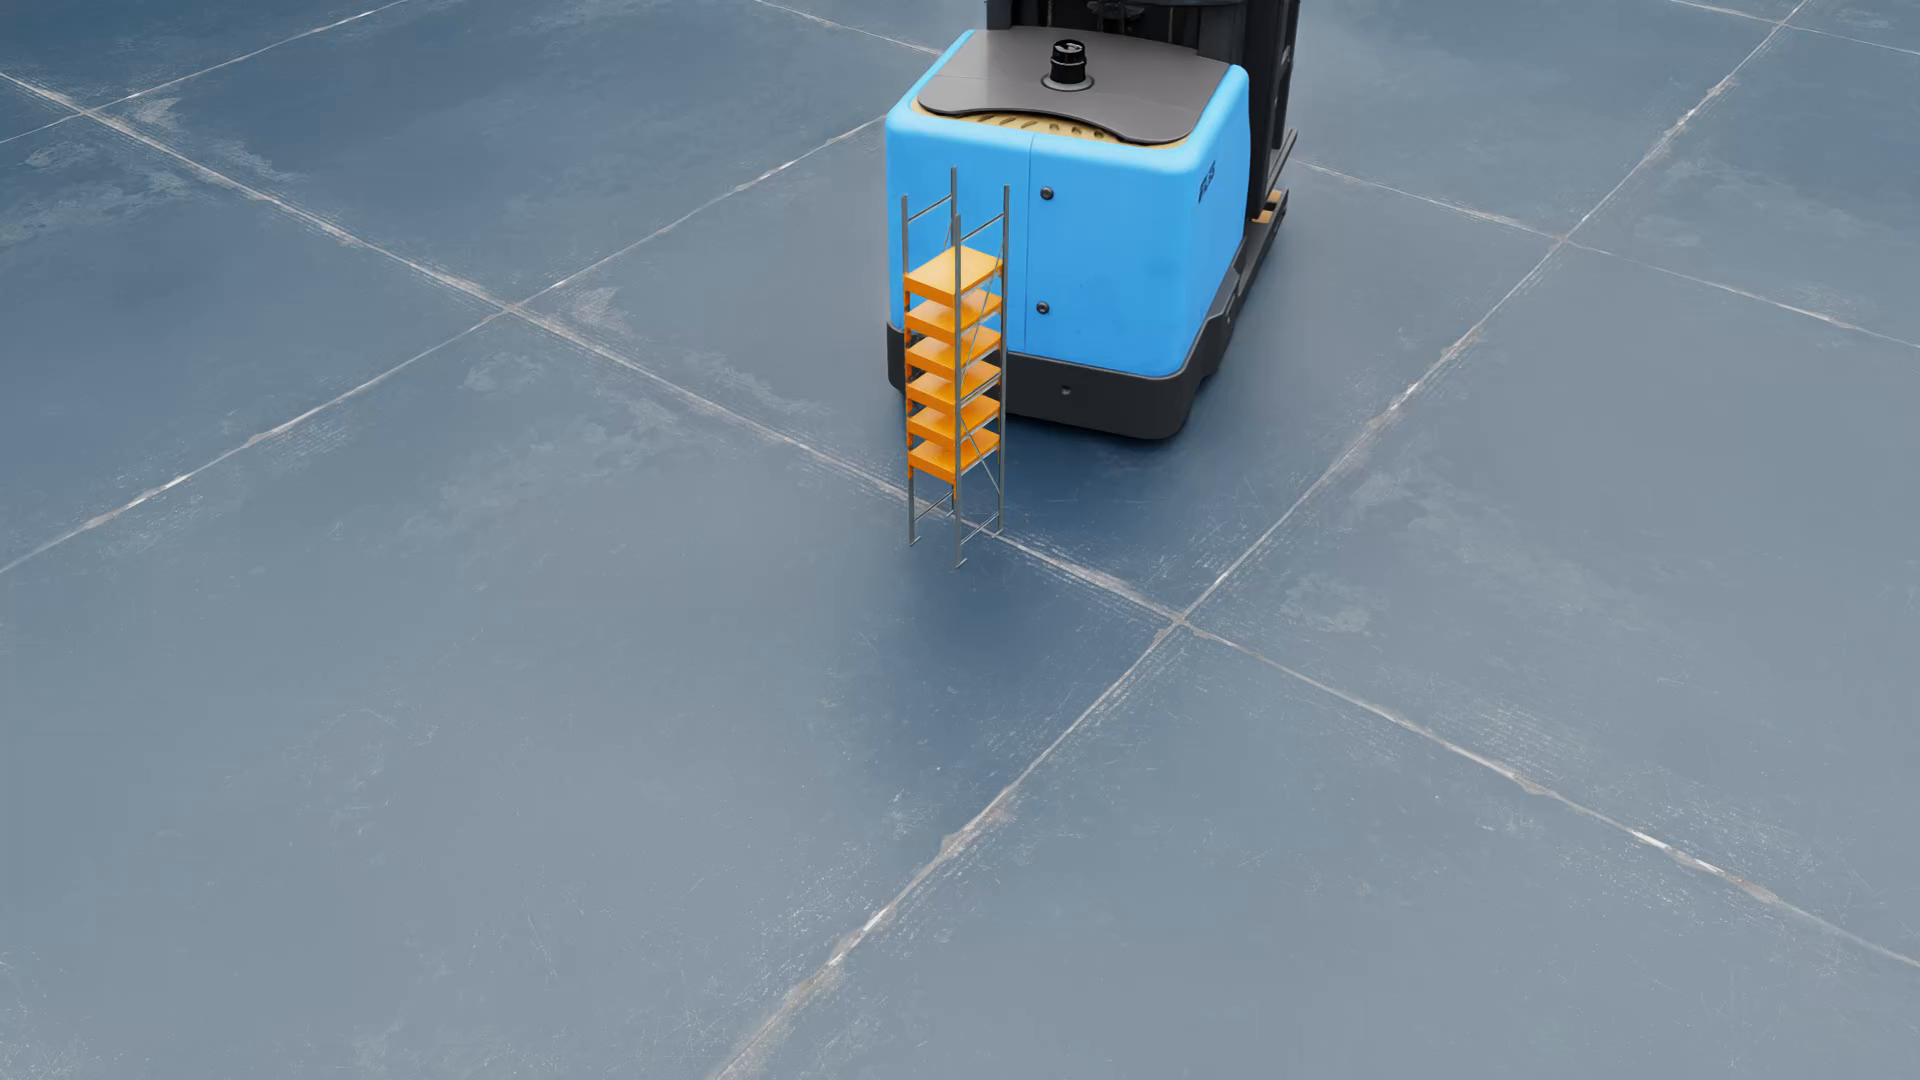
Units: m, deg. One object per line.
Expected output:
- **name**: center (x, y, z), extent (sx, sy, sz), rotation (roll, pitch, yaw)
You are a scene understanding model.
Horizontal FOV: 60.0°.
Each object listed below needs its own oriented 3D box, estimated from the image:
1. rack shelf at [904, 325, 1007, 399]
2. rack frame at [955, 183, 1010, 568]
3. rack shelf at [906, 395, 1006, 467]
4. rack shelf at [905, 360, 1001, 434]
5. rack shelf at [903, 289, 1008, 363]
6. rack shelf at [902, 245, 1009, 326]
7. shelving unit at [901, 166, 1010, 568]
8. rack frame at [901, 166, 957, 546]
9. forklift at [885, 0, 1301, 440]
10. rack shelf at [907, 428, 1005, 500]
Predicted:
- **rack shelf**: center (-0.012, -0.537, 4.840), extent (0.180, 0.103, 0.258), rotation (25, 45, 29)
- **rack frame**: center (0.061, -0.444, 4.843), extent (0.006, 1.200, 0.240), rotation (25, 45, 29)
- **rack shelf**: center (-0.011, -0.348, 4.988), extent (0.180, 0.103, 0.258), rotation (25, 45, 29)
- **rack shelf**: center (-0.012, -0.443, 4.914), extent (0.180, 0.103, 0.258), rotation (25, 45, 29)
- **rack shelf**: center (-0.012, -0.632, 4.766), extent (0.180, 0.103, 0.258), rotation (25, 45, 29)
- **rack shelf**: center (-0.012, -0.726, 4.693), extent (0.180, 0.103, 0.258), rotation (25, 45, 29)
- **shelving unit**: center (-0.012, -0.478, 4.887), extent (0.189, 1.200, 0.258), rotation (25, 45, 29)
- **rack frame**: center (-0.084, -0.512, 4.931), extent (0.006, 1.200, 0.240), rotation (25, 45, 29)
- **forklift**: center (0.720, -2.401, 5.939), extent (1.130, 2.935, 3.031), rotation (12, 40, 15)
- **rack shelf**: center (-0.011, -0.254, 5.062), extent (0.180, 0.103, 0.258), rotation (25, 45, 29)
